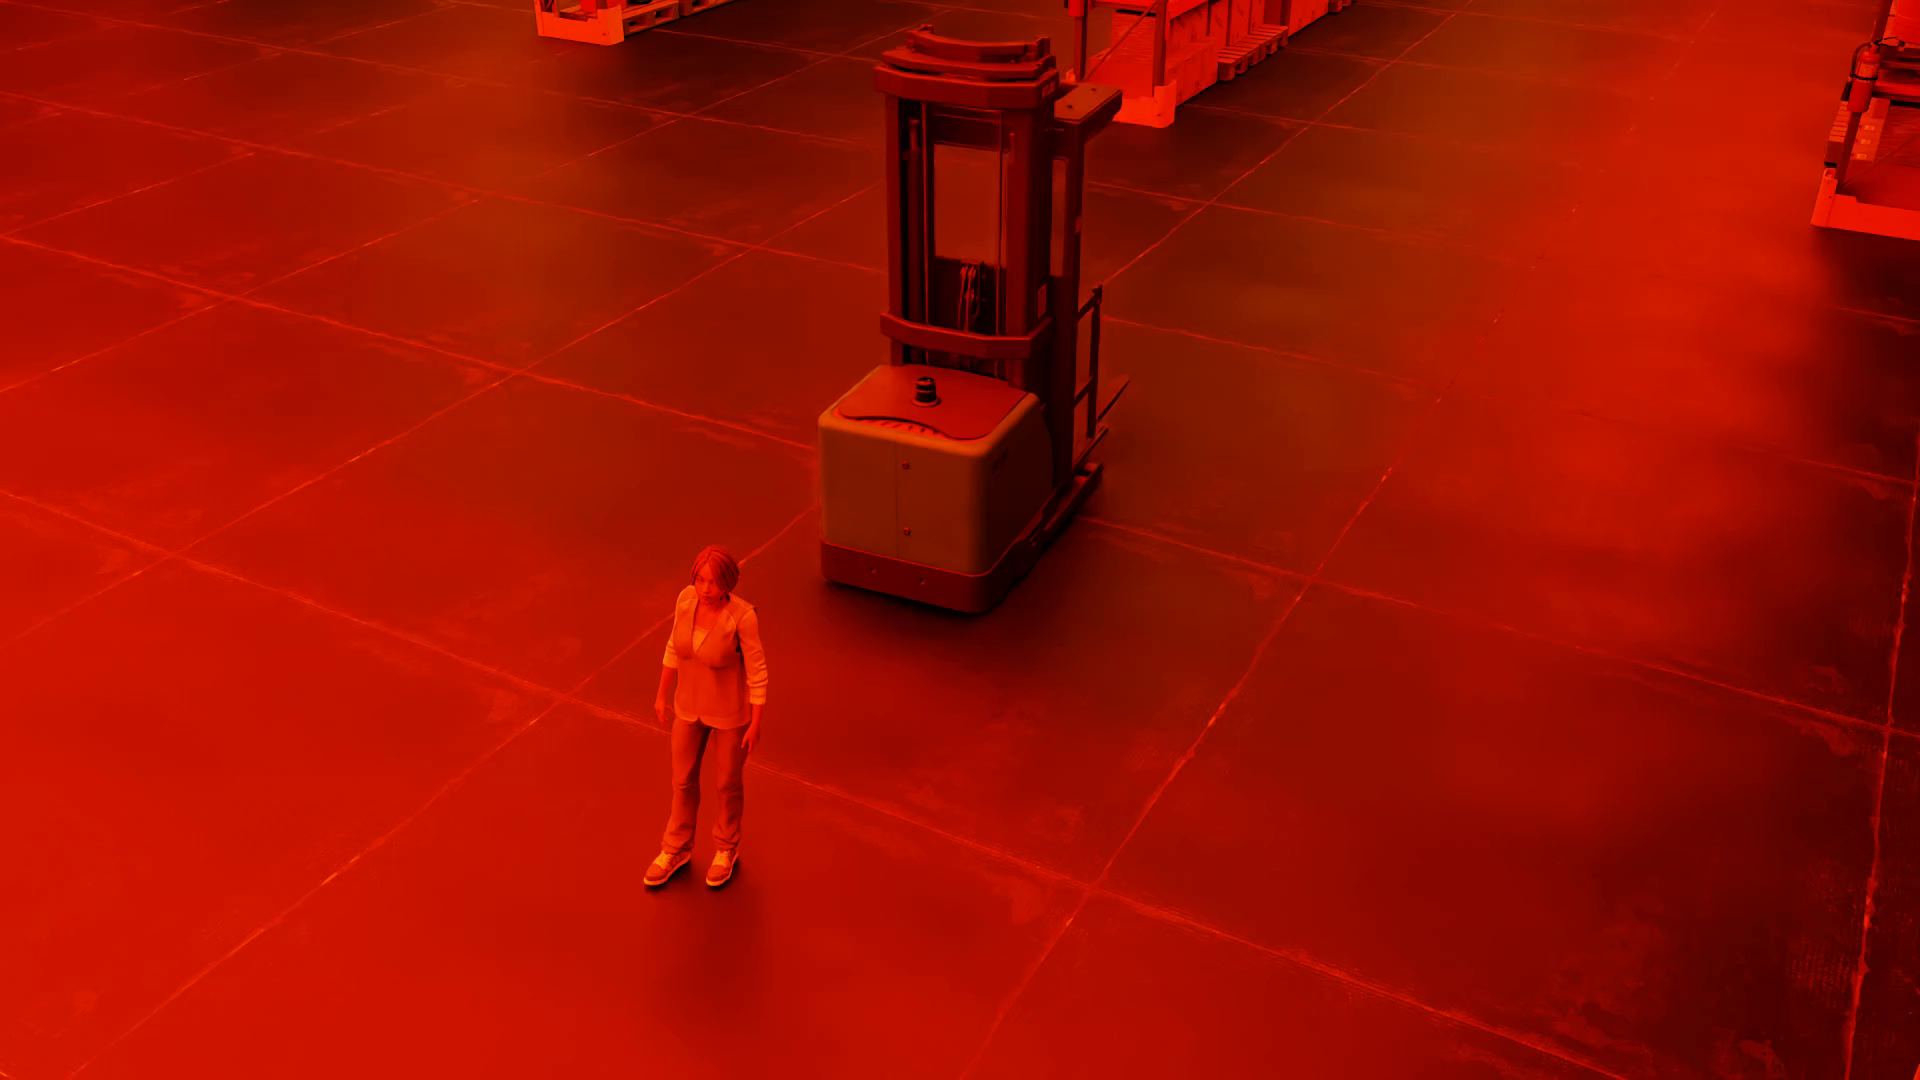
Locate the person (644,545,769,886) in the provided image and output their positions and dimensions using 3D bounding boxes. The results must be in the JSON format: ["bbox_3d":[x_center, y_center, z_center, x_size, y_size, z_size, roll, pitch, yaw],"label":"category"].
[{"bbox_3d":[-1.087,0.775,7.049,0.520,1.597,0.475,11,32,19],"label":"person"}]

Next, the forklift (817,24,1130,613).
[{"bbox_3d":[0.259,-1.584,9.816,1.130,2.935,3.031,12,32,20],"label":"forklift"}]
